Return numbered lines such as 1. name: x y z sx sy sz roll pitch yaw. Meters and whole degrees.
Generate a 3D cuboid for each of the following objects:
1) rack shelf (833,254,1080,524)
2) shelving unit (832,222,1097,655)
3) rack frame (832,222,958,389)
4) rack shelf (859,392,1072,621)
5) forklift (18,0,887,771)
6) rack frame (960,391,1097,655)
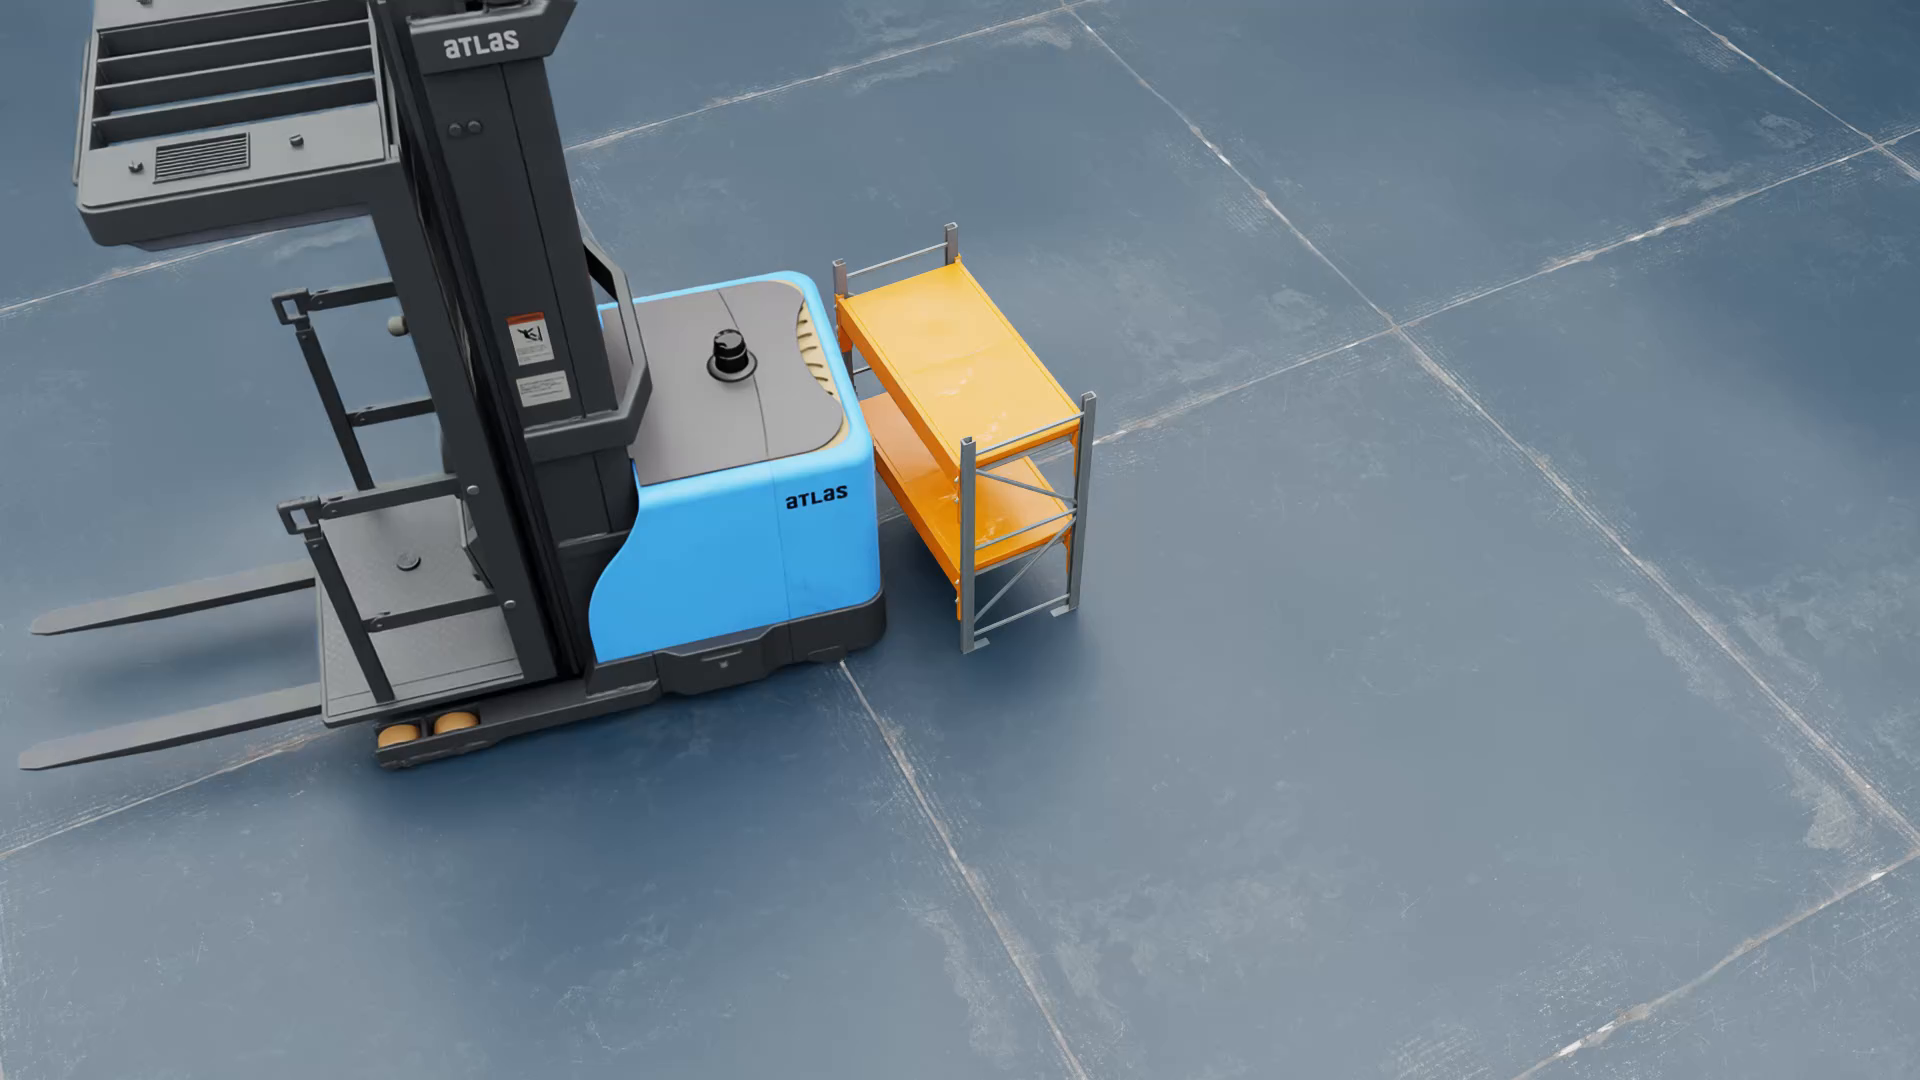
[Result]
1. rack shelf: -0.003 -0.568 6.003 0.538 0.278 1.000 -21 52 -18
2. shelving unit: -0.003 -0.375 6.223 0.538 1.125 1.048 -21 52 -18
3. rack frame: -0.236 -0.715 6.521 0.500 1.125 0.032 -21 52 -18
4. rack shelf: -0.003 -0.214 6.407 0.538 0.278 1.000 -21 52 -18
5. forklift: -1.852 -0.600 5.220 3.031 2.935 1.130 -12 50 -11
6. rack frame: 0.230 -0.035 5.926 0.500 1.125 0.032 -21 52 -18
